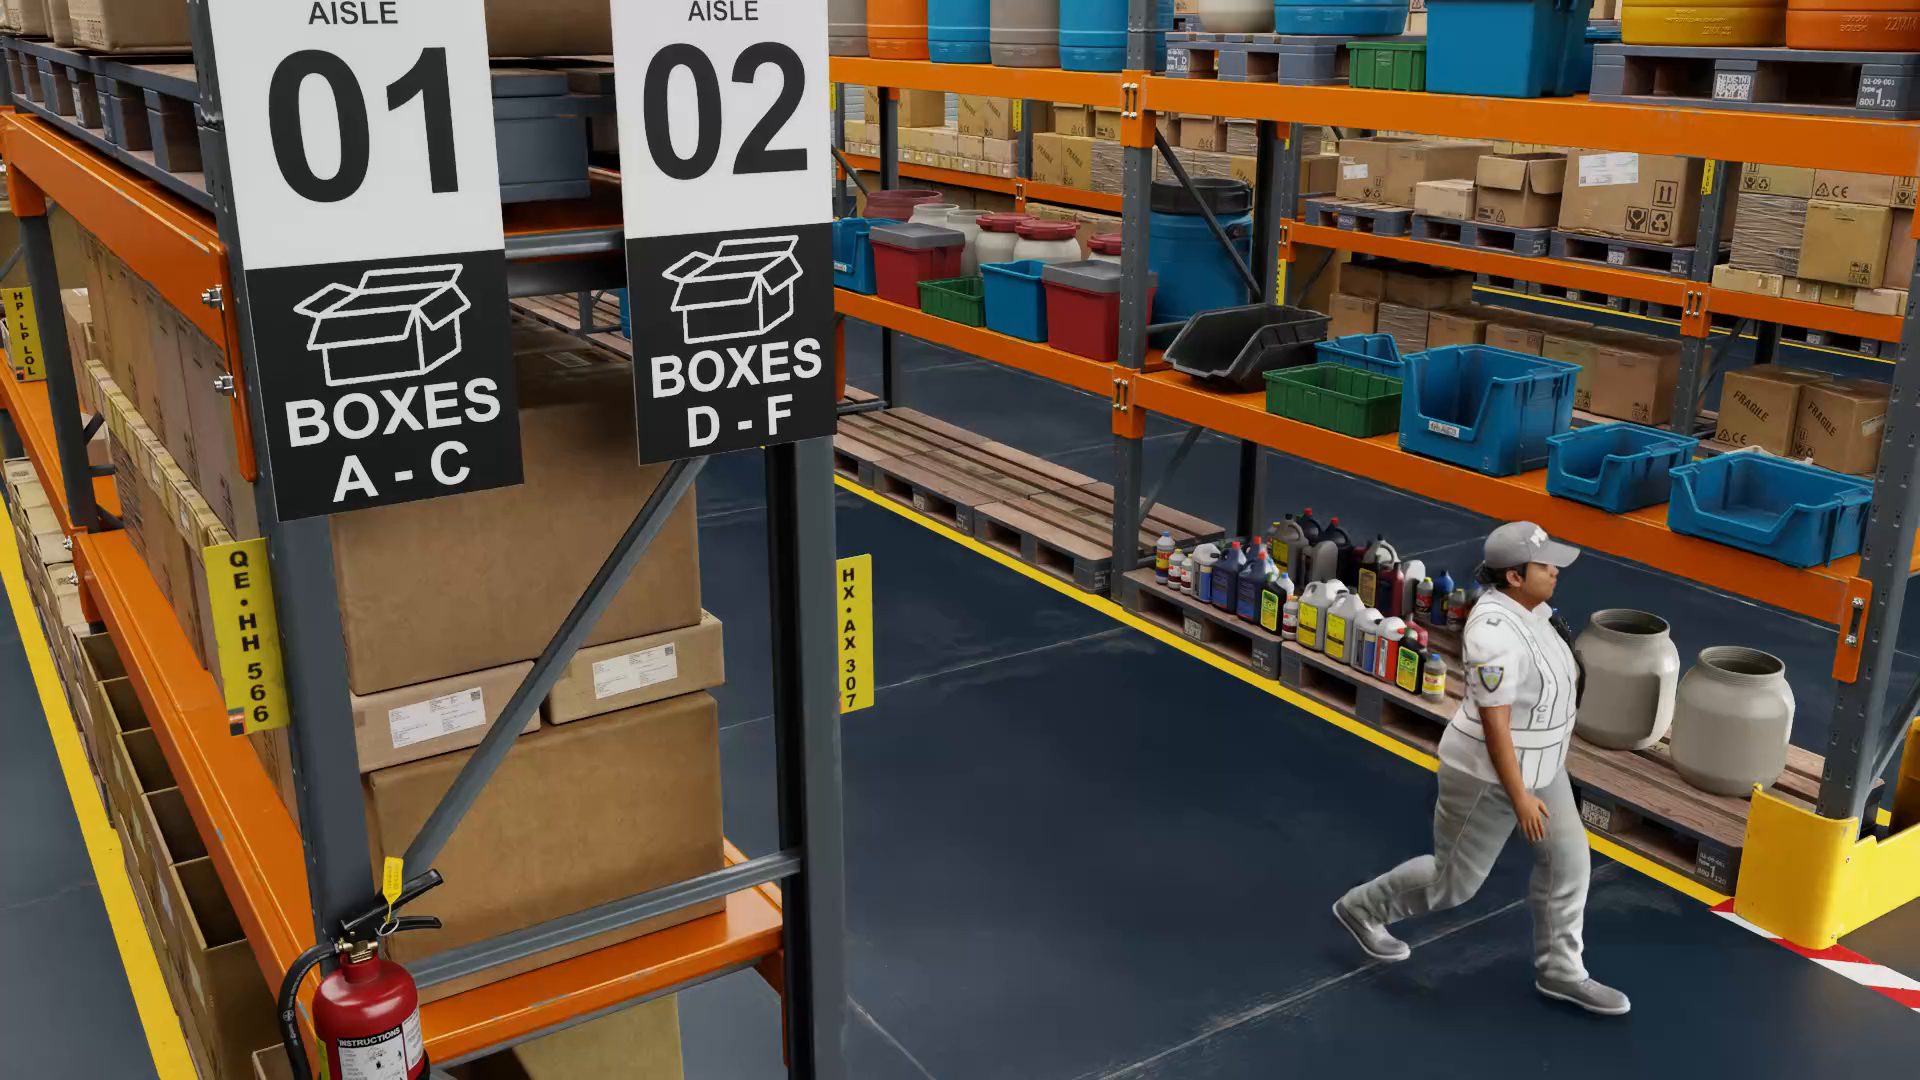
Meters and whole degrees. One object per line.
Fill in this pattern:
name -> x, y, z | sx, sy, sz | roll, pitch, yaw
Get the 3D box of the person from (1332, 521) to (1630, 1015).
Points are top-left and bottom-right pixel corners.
person -> 1.729, 0.719, 5.347 | 0.957, 1.616, 0.469 | 13, 22, 35
